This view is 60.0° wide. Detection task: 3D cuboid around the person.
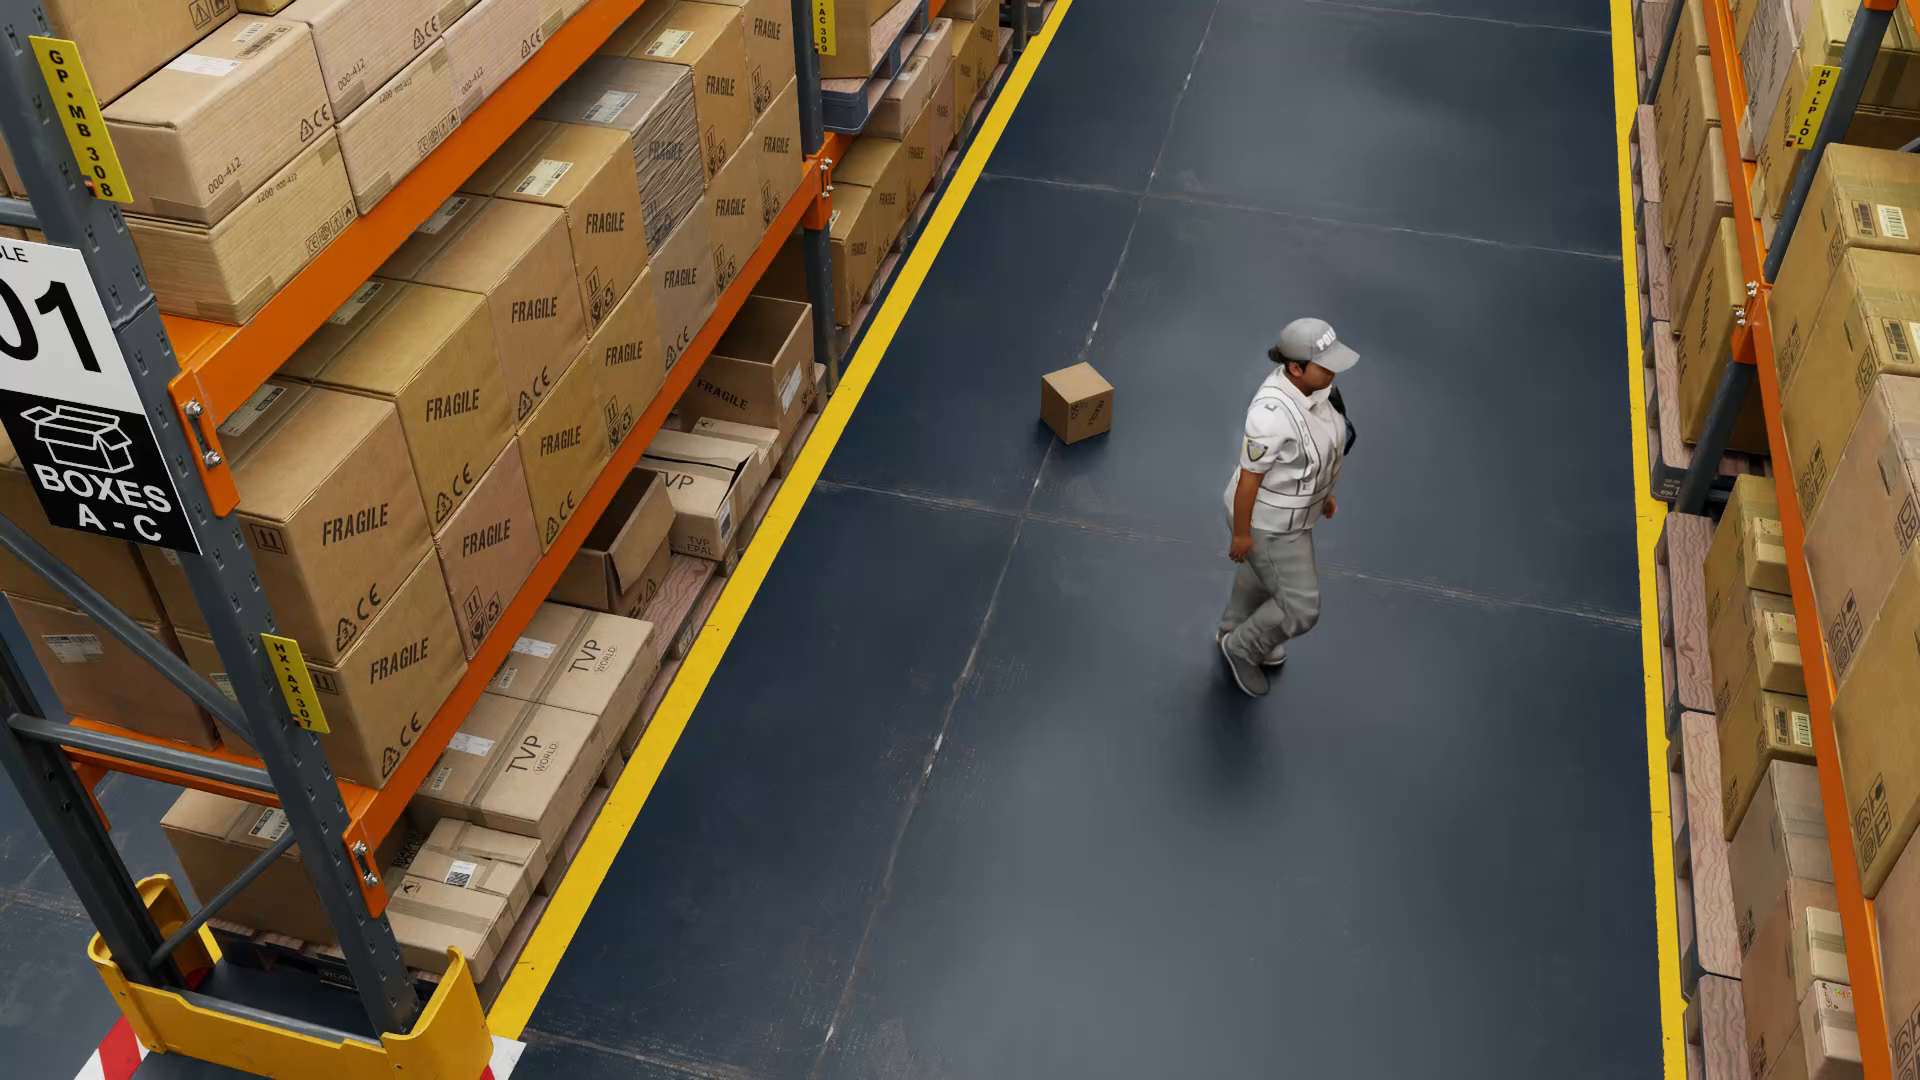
[{"bbox_3d":[1.235,-0.102,6.271,0.466,1.698,0.496,20,45,22],"label":"person"}]
